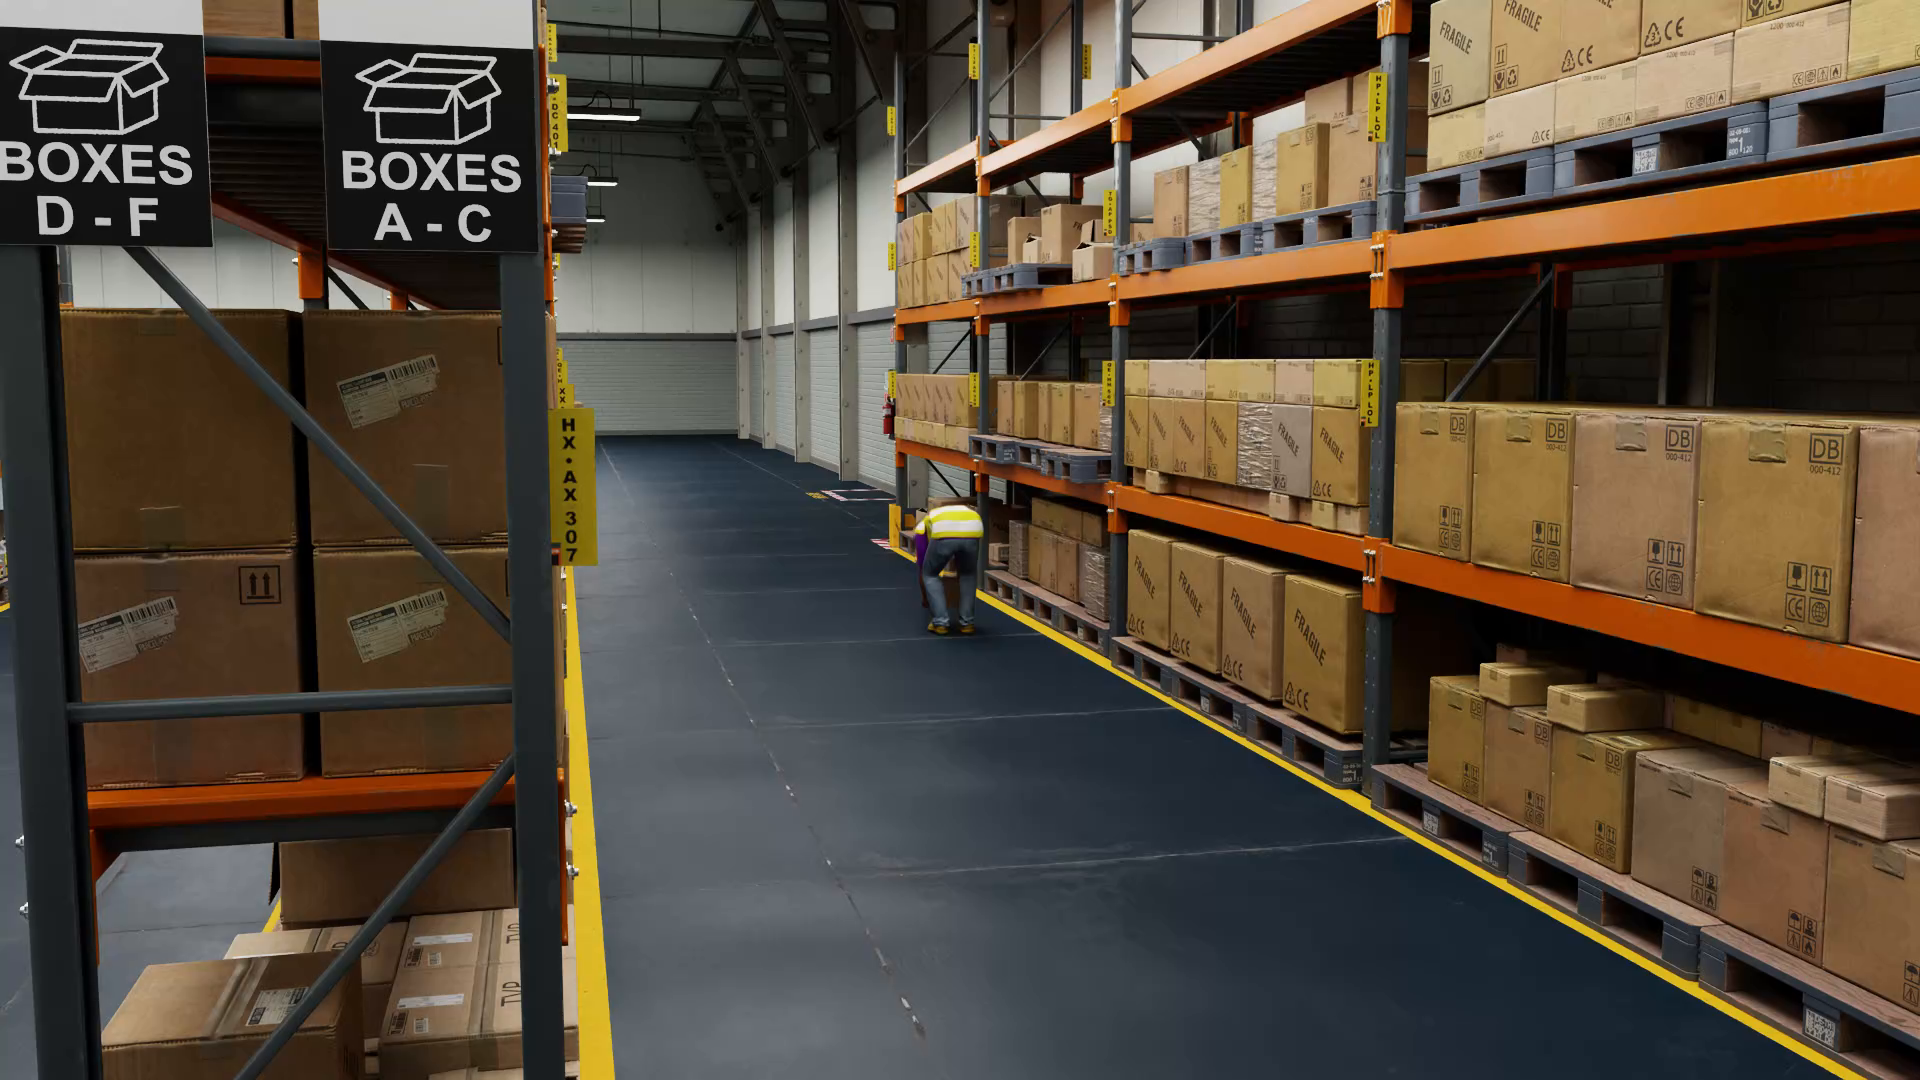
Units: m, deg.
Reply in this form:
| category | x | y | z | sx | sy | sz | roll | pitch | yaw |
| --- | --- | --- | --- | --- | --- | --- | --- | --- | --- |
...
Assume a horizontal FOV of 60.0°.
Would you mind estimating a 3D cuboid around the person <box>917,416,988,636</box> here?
| category | x | y | z | sx | sy | sz | roll | pitch | yaw |
| --- | --- | --- | --- | --- | --- | --- | --- | --- | --- |
| person | -0.063 | -0.116 | 13.439 | 0.586 | 1.766 | 0.419 | -2 | 6 | -15 |
